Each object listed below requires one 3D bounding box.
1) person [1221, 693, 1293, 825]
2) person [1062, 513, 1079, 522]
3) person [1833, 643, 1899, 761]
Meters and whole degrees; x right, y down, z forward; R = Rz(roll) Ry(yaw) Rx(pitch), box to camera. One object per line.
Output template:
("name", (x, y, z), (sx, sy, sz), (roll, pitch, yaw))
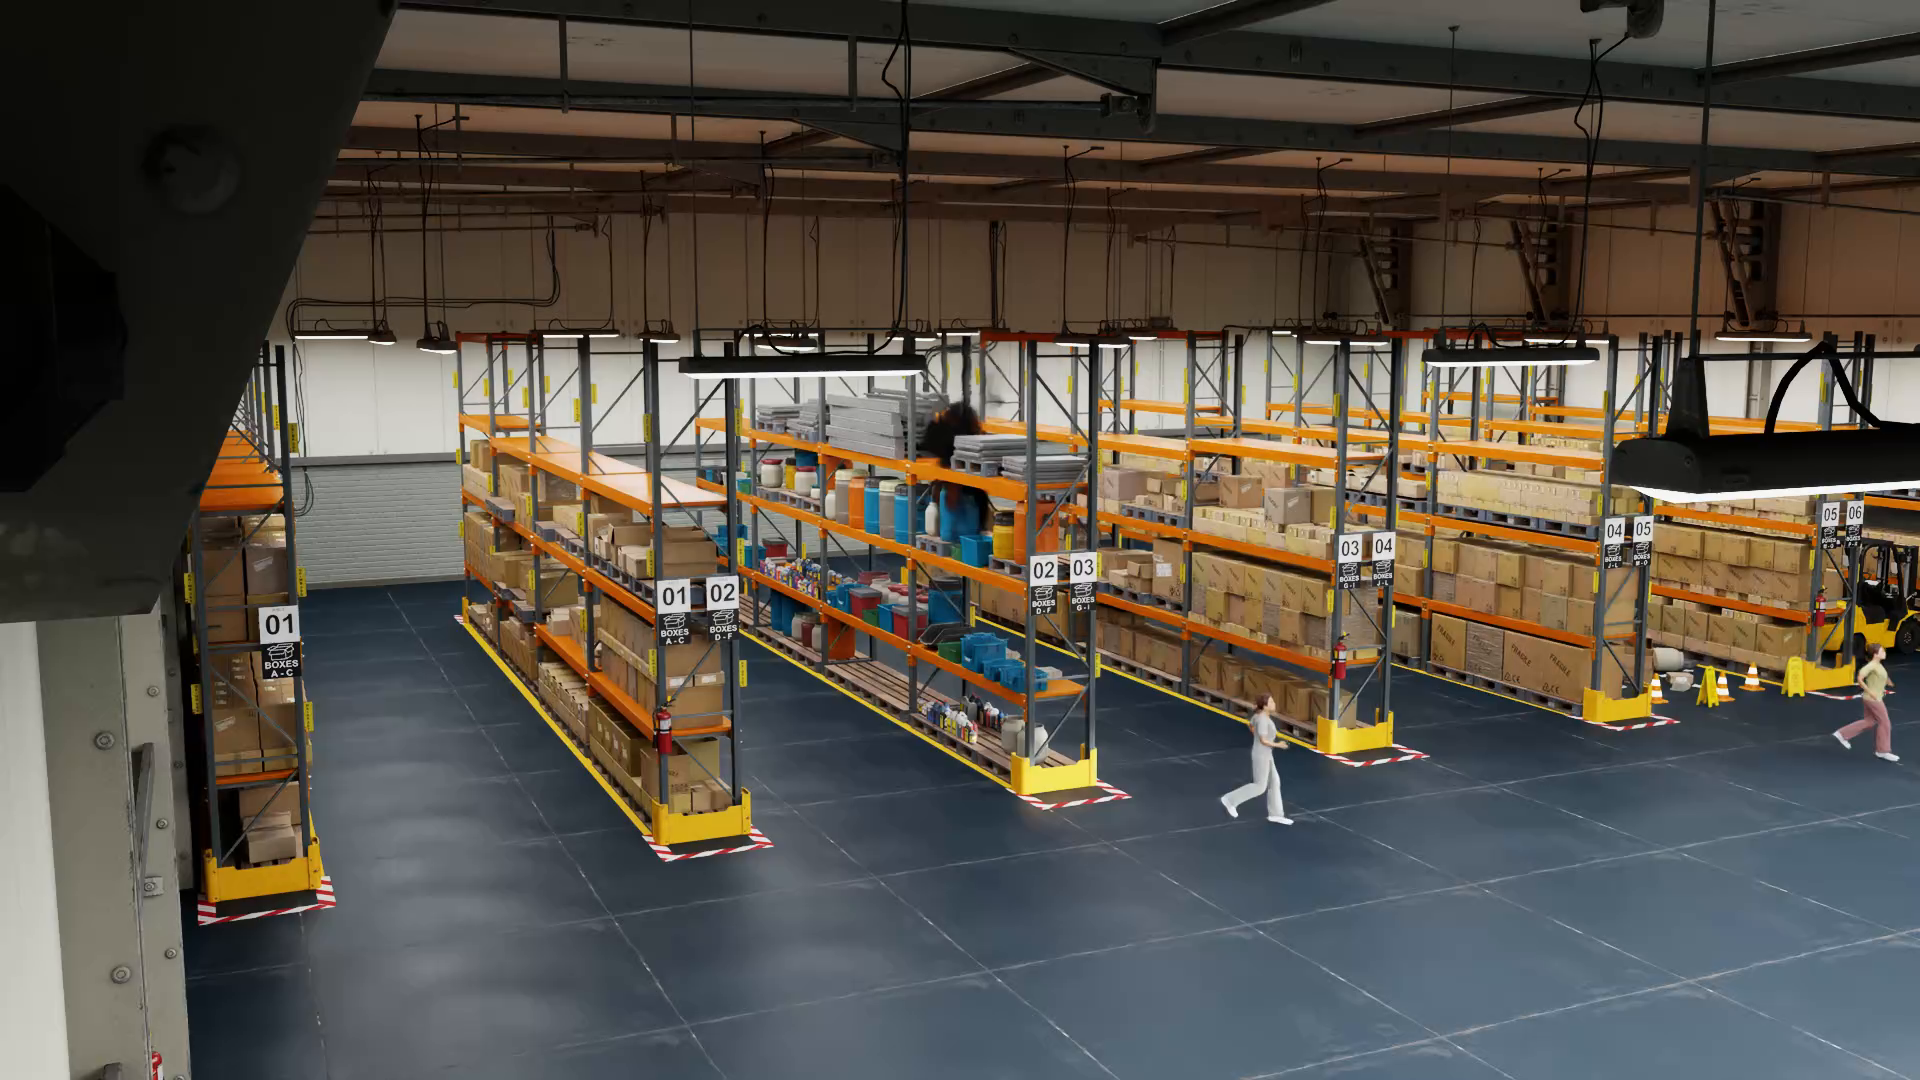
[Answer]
("person", (3.720, 2.729, 20.772), (0.902, 1.671, 0.577), (1, 8, 6))
("person", (2.648, -0.041, 40.945), (0.696, 1.758, 0.641), (5, 9, 35))
("person", (13.071, 2.299, 23.901), (0.863, 1.675, 0.568), (4, 9, 27))
